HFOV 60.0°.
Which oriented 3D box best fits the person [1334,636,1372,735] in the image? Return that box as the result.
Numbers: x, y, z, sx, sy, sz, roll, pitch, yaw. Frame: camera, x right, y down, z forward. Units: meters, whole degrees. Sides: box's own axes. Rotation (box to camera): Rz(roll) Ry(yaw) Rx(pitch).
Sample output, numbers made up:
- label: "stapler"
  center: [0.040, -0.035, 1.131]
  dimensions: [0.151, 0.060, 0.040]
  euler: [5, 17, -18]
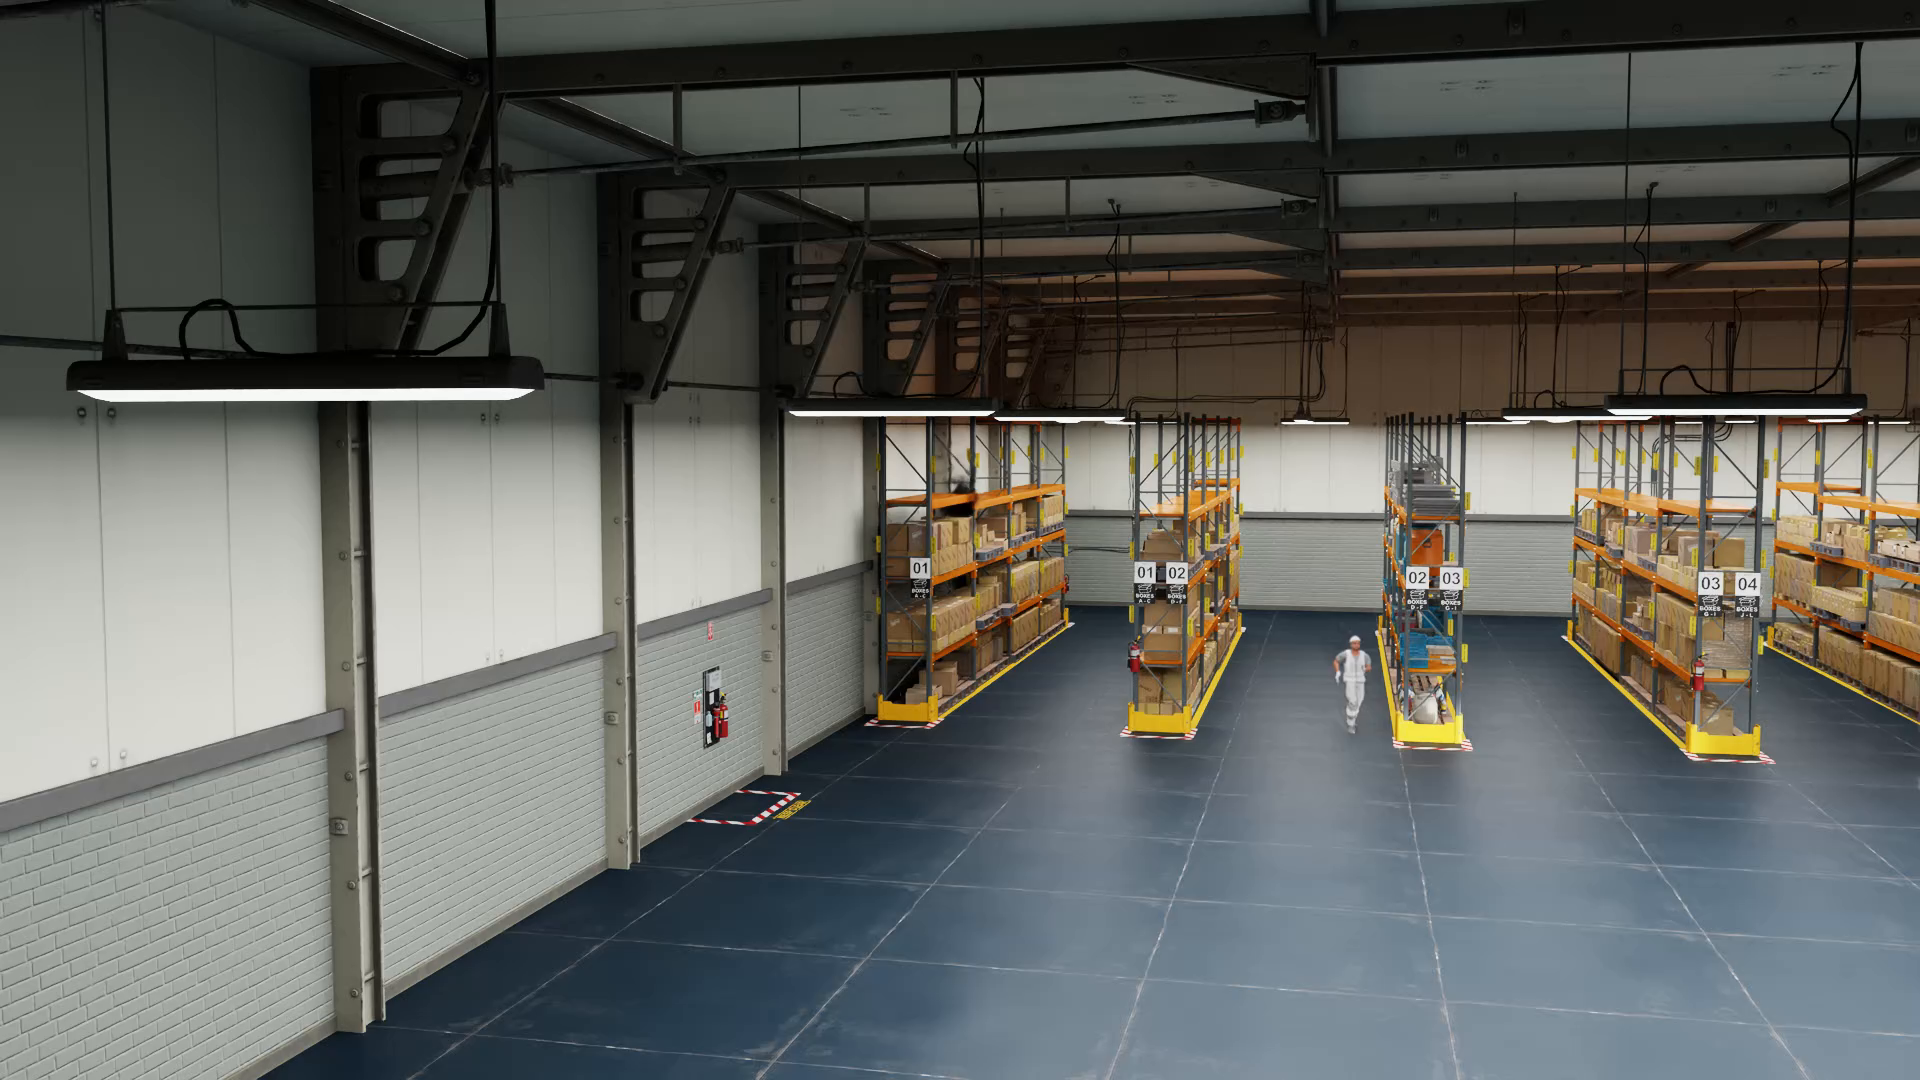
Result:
- label: "person"
  center: [7.404, 2.716, 31.235]
  dimensions: [0.641, 1.839, 0.761]
  euler: [0, 4, -6]

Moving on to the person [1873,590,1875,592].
- label: "person"
  center: [24.354, 2.015, 44.344]
  dimensions: [0.577, 1.446, 0.647]
  euler: [0, 4, 5]
